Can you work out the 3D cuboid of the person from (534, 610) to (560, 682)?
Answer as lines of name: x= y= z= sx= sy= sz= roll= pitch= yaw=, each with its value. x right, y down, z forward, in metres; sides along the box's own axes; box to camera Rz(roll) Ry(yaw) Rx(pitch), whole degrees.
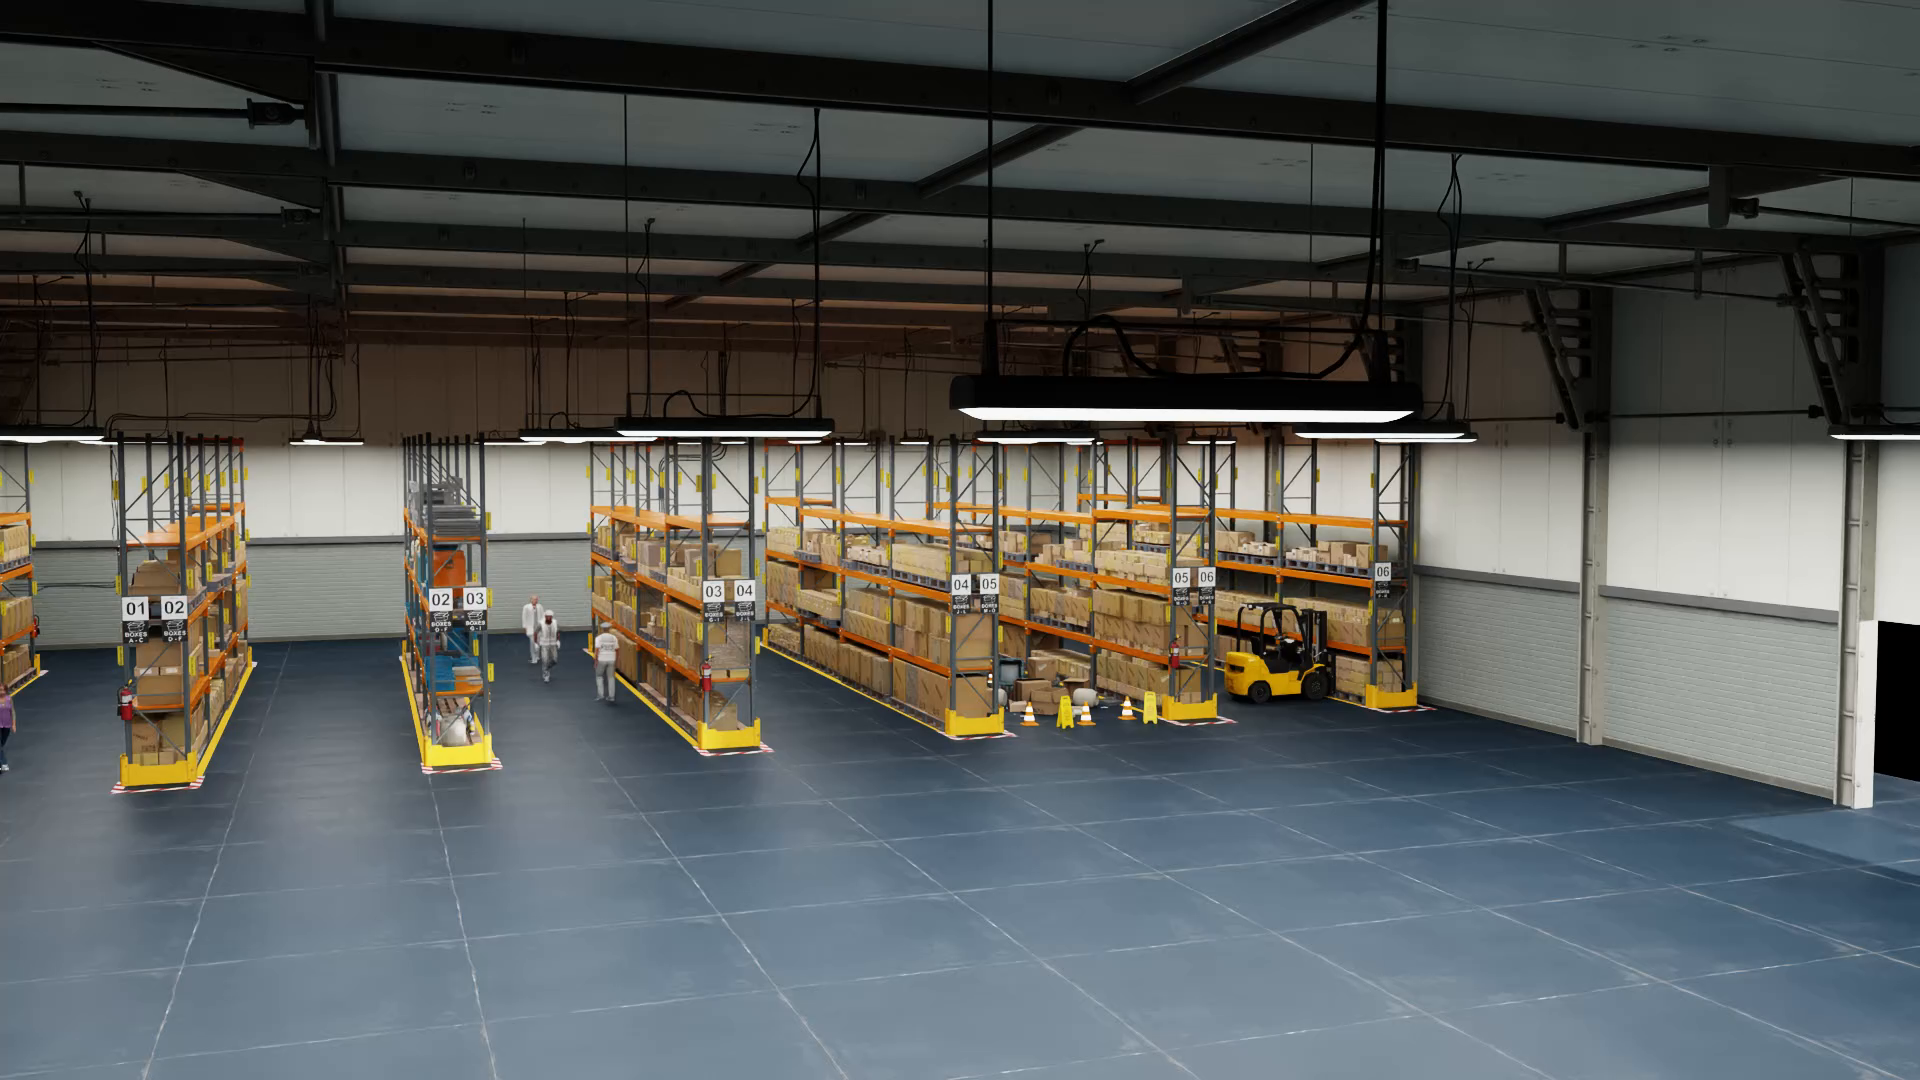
person: x=-10.183 y=2.582 z=40.925 sx=0.641 sy=1.762 sz=0.700 roll=-2 pitch=4 yaw=-35

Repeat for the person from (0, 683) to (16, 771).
person: x=-16.943 y=3.296 z=29.405 sx=0.979 sy=1.539 sz=0.440 roll=2 pitch=4 yaw=32

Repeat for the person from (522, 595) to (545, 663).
person: x=-11.366 y=2.388 z=44.596 sx=0.598 sy=1.808 sz=0.725 roll=-2 pitch=4 yaw=-37

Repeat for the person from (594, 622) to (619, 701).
person: x=-8.005 y=2.784 z=37.633 sx=0.597 sy=1.819 sz=0.609 roll=-2 pitch=4 yaw=-30
